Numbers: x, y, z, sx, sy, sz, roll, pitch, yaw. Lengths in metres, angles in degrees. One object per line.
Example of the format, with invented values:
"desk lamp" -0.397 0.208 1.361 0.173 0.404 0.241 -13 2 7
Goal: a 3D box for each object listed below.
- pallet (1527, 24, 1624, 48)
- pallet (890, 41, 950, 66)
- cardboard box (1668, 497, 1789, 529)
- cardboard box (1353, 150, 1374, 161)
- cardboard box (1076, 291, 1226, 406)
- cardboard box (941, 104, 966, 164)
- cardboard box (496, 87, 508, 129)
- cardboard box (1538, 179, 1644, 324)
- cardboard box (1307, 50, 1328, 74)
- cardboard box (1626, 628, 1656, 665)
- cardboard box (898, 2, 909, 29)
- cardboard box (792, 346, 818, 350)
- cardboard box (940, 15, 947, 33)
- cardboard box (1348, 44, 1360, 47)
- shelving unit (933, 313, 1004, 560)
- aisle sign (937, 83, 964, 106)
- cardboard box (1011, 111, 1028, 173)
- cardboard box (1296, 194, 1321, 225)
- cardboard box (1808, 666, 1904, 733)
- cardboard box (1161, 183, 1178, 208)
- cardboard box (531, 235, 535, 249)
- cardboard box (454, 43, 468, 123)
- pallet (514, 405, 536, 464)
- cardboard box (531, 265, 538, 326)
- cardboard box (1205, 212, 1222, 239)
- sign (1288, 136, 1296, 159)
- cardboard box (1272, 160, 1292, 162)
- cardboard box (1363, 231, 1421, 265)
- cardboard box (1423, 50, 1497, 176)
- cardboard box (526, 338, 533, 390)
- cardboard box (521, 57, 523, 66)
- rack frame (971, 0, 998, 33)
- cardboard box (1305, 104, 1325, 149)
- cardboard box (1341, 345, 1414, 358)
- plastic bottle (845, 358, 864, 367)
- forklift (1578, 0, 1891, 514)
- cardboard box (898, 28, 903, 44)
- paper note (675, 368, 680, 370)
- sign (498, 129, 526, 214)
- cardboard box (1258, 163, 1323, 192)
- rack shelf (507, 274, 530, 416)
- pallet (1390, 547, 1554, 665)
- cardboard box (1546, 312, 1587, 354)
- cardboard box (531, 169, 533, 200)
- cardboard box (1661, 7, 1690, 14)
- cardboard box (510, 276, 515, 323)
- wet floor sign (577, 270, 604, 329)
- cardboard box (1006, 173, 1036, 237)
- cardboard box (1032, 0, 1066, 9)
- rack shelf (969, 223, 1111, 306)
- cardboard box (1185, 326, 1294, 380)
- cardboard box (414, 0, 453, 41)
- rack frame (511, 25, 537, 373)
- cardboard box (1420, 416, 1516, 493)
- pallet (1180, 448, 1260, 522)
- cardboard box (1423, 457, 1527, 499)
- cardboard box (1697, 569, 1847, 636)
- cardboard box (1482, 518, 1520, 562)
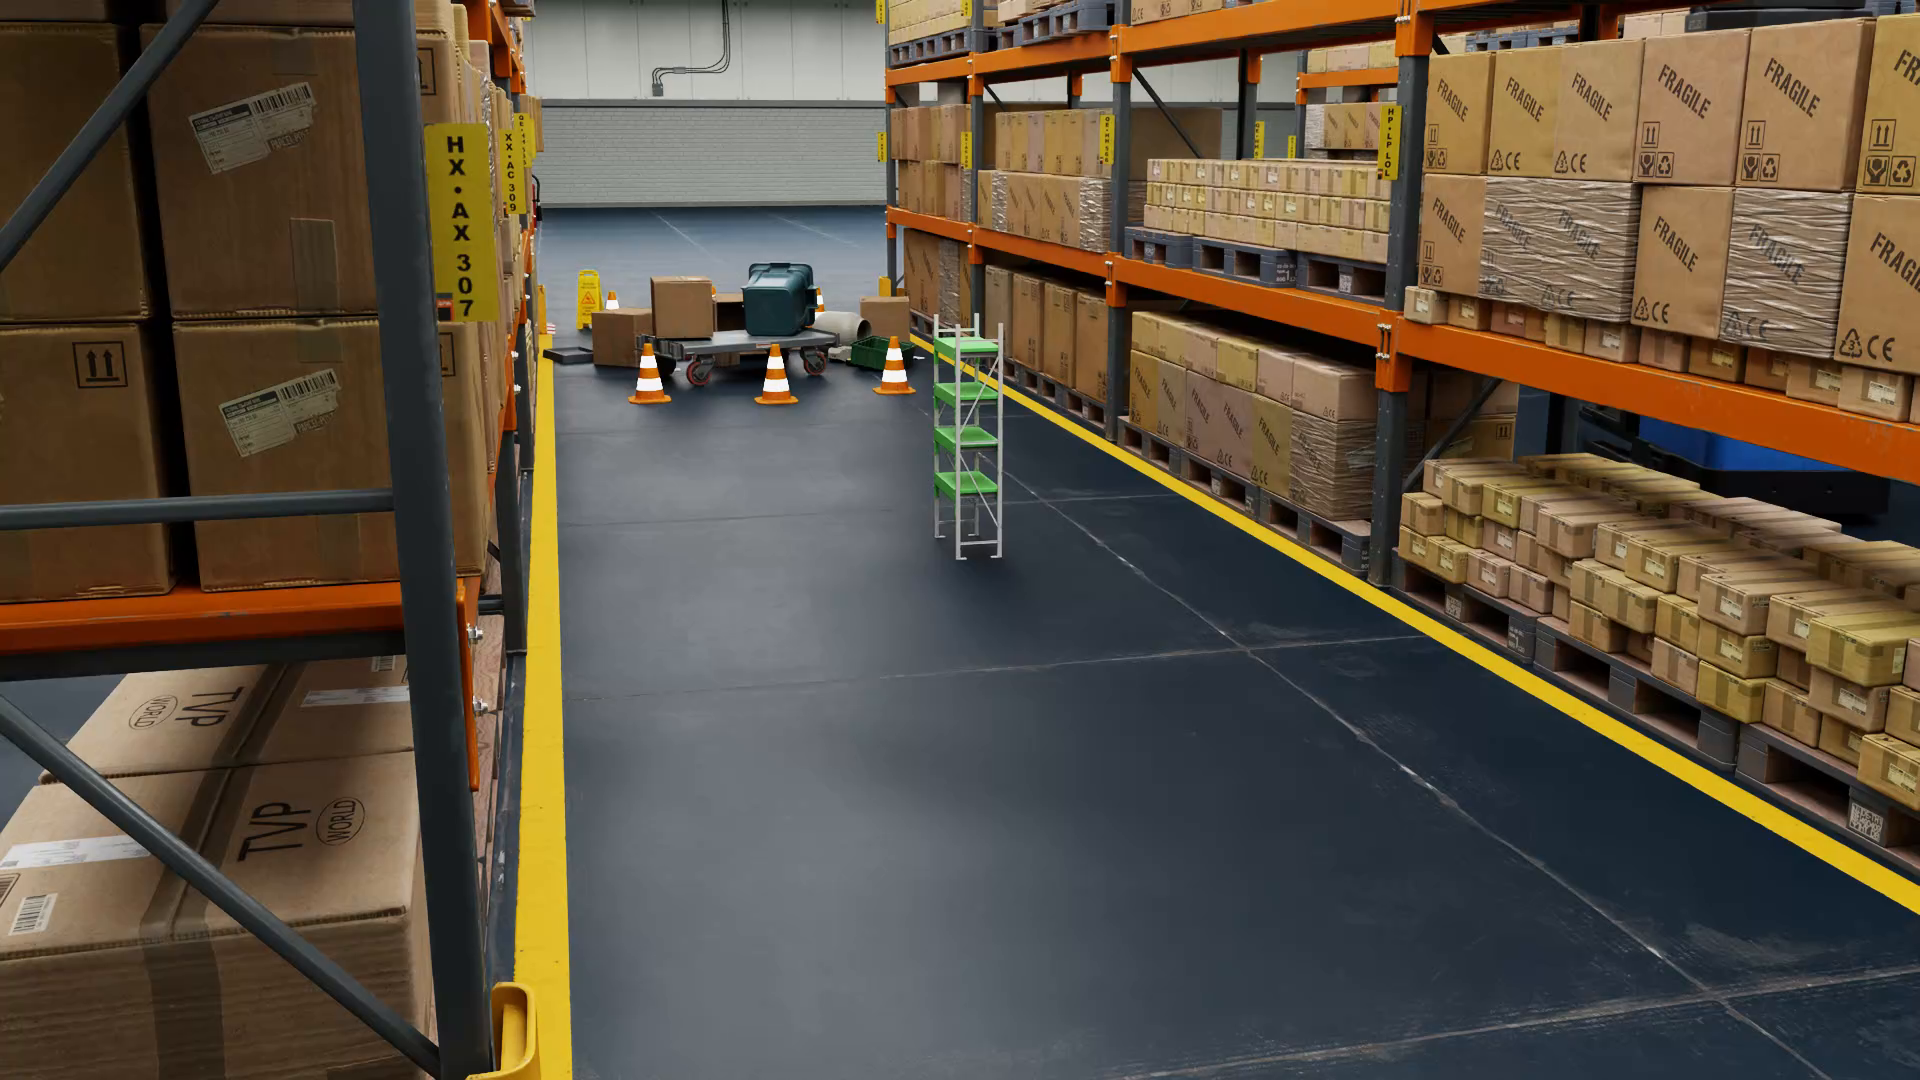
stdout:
"pallet" 5.730 -4.339 14.442 1.213 0.211 1.003 -3 14 -13
"pallet" -0.158 -5.274 18.059 1.003 0.211 1.213 -3 14 -13
"cardboard box" 3.115 -0.067 6.750 0.380 0.149 0.250 -4 14 -16
"cardboard box" 4.914 -4.122 18.639 0.875 0.500 0.500 -3 14 -13
"cardboard box" 1.481 -1.441 12.361 1.050 0.750 0.750 -3 14 -14
"cardboard box" 0.302 -3.912 16.029 0.875 0.550 0.550 -3 14 -13
"cardboard box" -2.136 -1.614 6.897 0.500 0.500 0.500 -3 14 -13
"cardboard box" 2.554 -1.095 6.250 0.500 0.500 0.500 -4 14 -14
"cardboard box" 4.364 -5.542 19.287 0.500 0.250 0.500 -3 14 -12
"cardboard box" 2.729 0.374 6.197 0.380 0.149 0.250 -3 14 -12
"cardboard box" -0.358 -5.569 17.674 0.500 0.250 0.500 -3 14 -14
"cardboard box" -1.597 -2.073 16.853 0.396 0.266 0.258 -1 14 -3
"cardboard box" 0.019 -4.938 15.932 0.380 0.149 0.250 -3 14 -13
"cardboard box" 4.536 -5.545 18.460 0.380 0.149 0.250 -3 14 -13
"shelving unit" 0.039 -0.545 8.628 0.258 1.200 0.503 -3 14 -13
"aisle sign" -0.068 -5.326 18.930 0.394 0.787 0.004 -3 14 -13
"cardboard box" 0.842 -3.409 14.243 0.700 0.500 0.500 -4 14 -14
"cardboard box" 2.003 -1.750 8.788 0.380 0.149 0.250 -4 14 -15
"cardboard box" 2.890 0.472 5.171 0.380 0.149 0.250 -4 14 -15
"cardboard box" 1.520 -2.226 10.735 0.380 0.149 0.250 -3 14 -10
"cardboard box" -4.537 -3.027 16.960 0.380 0.149 0.250 -3 14 -12
"cardboard box" -1.337 -0.820 3.644 0.500 0.500 0.500 -4 14 -15
"pallet" -3.434 -0.711 11.393 1.003 0.211 1.213 -3 14 -13
"cardboard box" -4.067 -2.192 14.907 0.500 0.500 0.500 -3 14 -11
"cardboard box" 1.702 -1.905 10.047 0.380 0.149 0.250 -3 14 -11
"sign" 3.975 -4.674 19.912 0.100 0.325 0.005 -3 14 -13
"cardboard box" 2.215 -2.350 10.615 0.380 0.149 0.250 -3 14 -11
"cardboard box" 2.190 -1.424 8.081 0.380 0.149 0.250 -4 14 -14
"cardboard box" 2.345 -1.823 7.124 0.500 0.500 0.500 -3 14 -12
"cardboard box" -3.728 -1.289 12.534 0.950 0.372 0.625 -3 14 -11
"cardboard box" -4.684 -4.944 17.051 0.380 0.149 0.250 -3 14 -13
"rack frame" 0.597 -6.022 14.614 1.000 3.000 0.127 -3 14 -13
"cardboard box" 4.367 -4.820 19.392 0.500 0.500 0.500 -3 14 -13
"cardboard box" 2.432 -0.924 9.190 0.500 0.250 0.500 -3 14 -12
"plastic bottle" -0.935 -1.660 15.591 0.133 0.061 0.283 -13 19 -42
"forklift" 4.684 -1.861 10.369 1.130 2.935 3.031 0 14 1
"cardboard box" -0.455 -5.404 17.841 0.380 0.149 0.250 -3 14 -13
"paper note" -2.657 -1.583 15.343 0.148 0.019 0.142 -3 14 -13
"sign" -1.773 -1.453 6.563 0.100 0.325 0.005 -3 14 -13
"cardboard box" 1.886 -2.015 9.246 0.380 0.149 0.250 -4 14 -16
"rack shelf" -2.782 -1.075 8.521 1.077 0.370 4.000 -3 14 -13
"pallet" 2.668 0.246 7.477 1.003 0.211 1.213 -3 14 -13
"cardboard box" 2.525 -0.817 6.482 0.380 0.149 0.250 -3 14 -12
"cardboard box" -4.735 -3.814 17.381 0.500 0.500 0.500 -4 14 -14
"cardboard box" 5.895 -4.400 13.033 0.500 0.500 0.500 -3 14 -13
"cardboard box" -2.282 -1.125 7.529 0.500 0.250 0.500 -4 14 -15
"wet floor sign" -4.135 -2.691 18.581 0.267 0.644 0.232 2 14 6
"cardboard box" 0.693 -2.788 13.807 0.500 0.500 0.500 -3 14 -13
"cardboard box" 0.856 -4.328 12.697 0.500 0.500 0.500 -3 14 -13
"rack shelf" 1.067 -2.297 13.523 1.077 0.370 4.000 -3 14 -13
"cardboard box" 1.686 -1.134 10.051 0.500 0.250 0.500 -3 14 -13
"cardboard box" -1.267 -1.109 3.464 0.380 0.149 0.250 -3 14 -11
"rack frame" -4.191 -2.808 14.101 1.000 3.000 0.127 -3 14 -13
"cardboard box" 2.560 -0.437 8.777 0.500 0.500 0.500 -3 14 -11
"pallet" 2.001 -0.369 9.992 1.003 0.211 1.213 -3 14 -13
"cardboard box" 2.355 -0.279 7.617 0.380 0.149 0.250 -3 14 -11
"cardboard box" 2.741 0.209 5.620 0.380 0.149 0.250 -3 14 -11
"cardboard box" 2.489 -0.016 7.169 0.380 0.149 0.250 -3 14 -14
